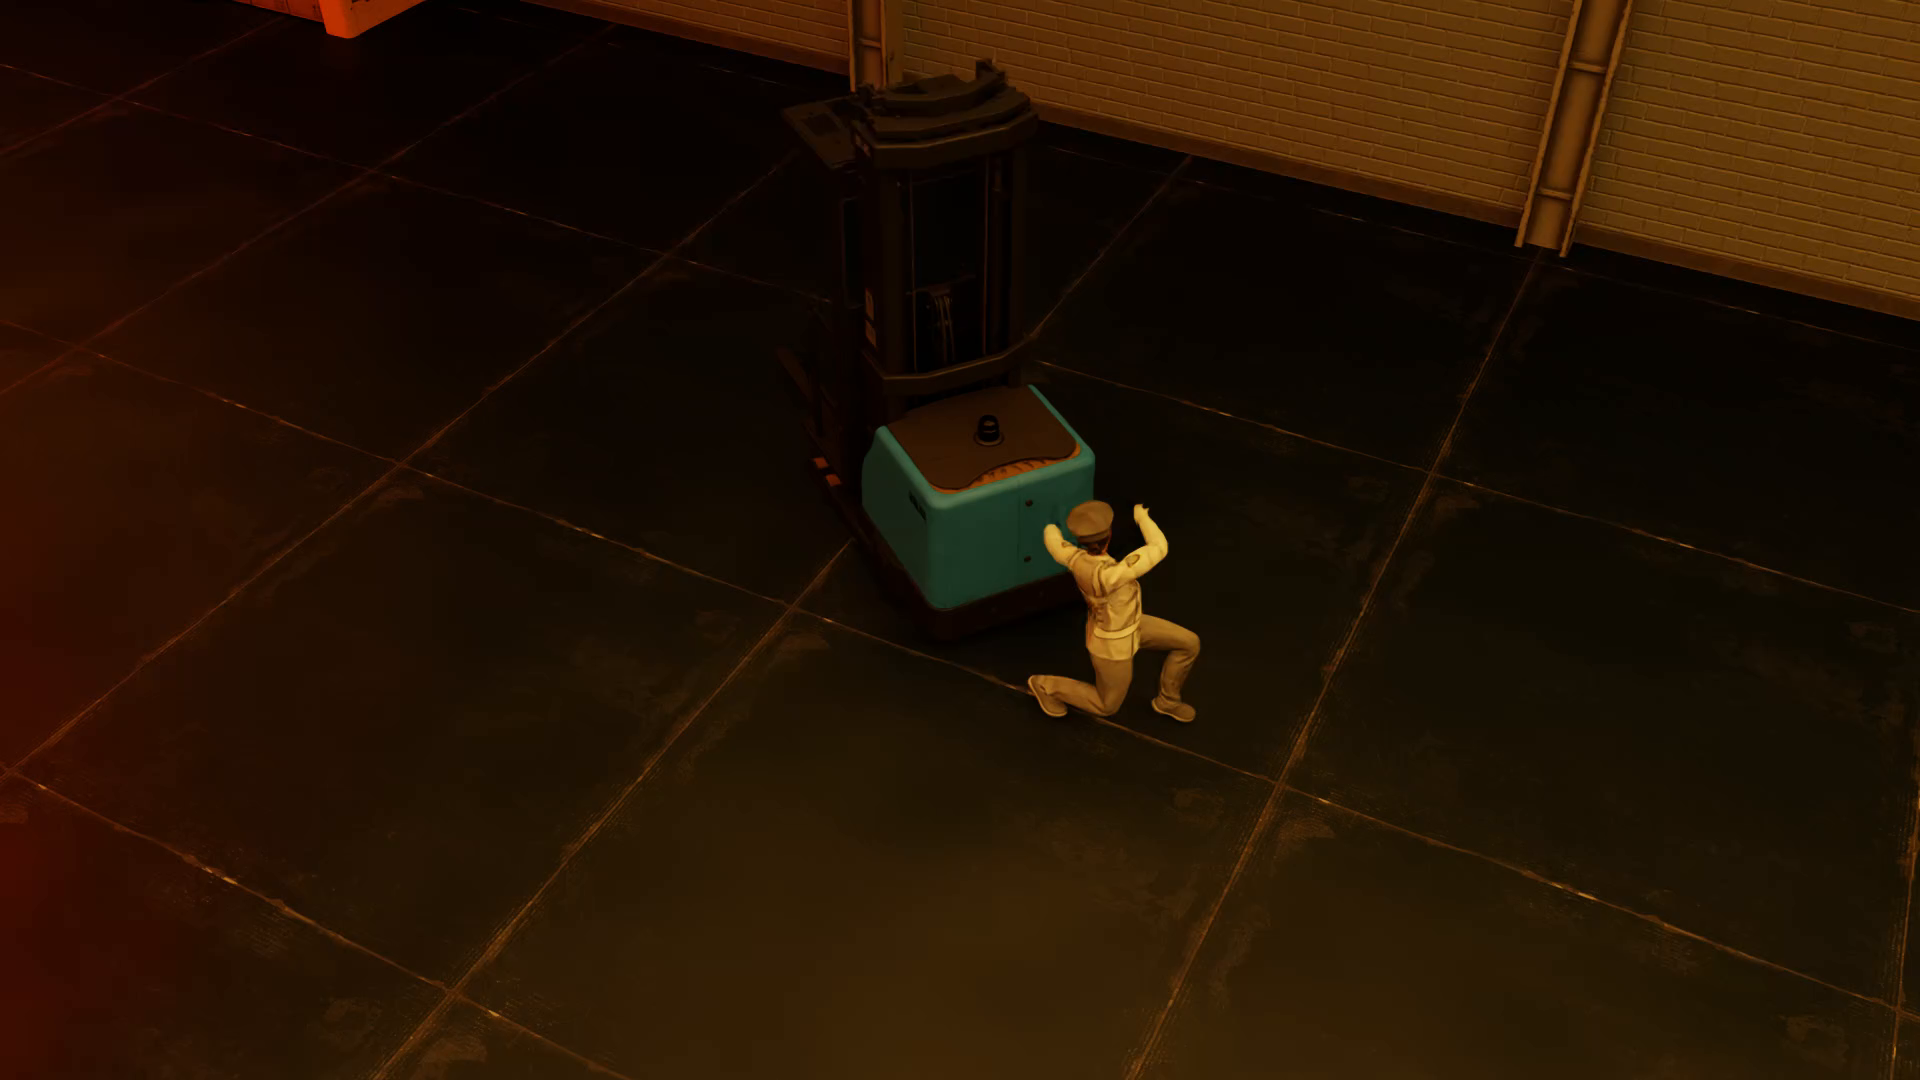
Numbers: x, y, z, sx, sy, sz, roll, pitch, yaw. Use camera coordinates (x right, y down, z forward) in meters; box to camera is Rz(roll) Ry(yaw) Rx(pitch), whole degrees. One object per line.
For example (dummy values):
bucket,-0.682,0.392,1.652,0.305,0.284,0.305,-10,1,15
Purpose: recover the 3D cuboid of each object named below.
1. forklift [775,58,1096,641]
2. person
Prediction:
forklift,-0.325,-1.490,9.756,1.130,2.935,3.031,-17,43,-19
person,0.834,0.290,8.845,0.925,1.375,0.893,1,40,1
